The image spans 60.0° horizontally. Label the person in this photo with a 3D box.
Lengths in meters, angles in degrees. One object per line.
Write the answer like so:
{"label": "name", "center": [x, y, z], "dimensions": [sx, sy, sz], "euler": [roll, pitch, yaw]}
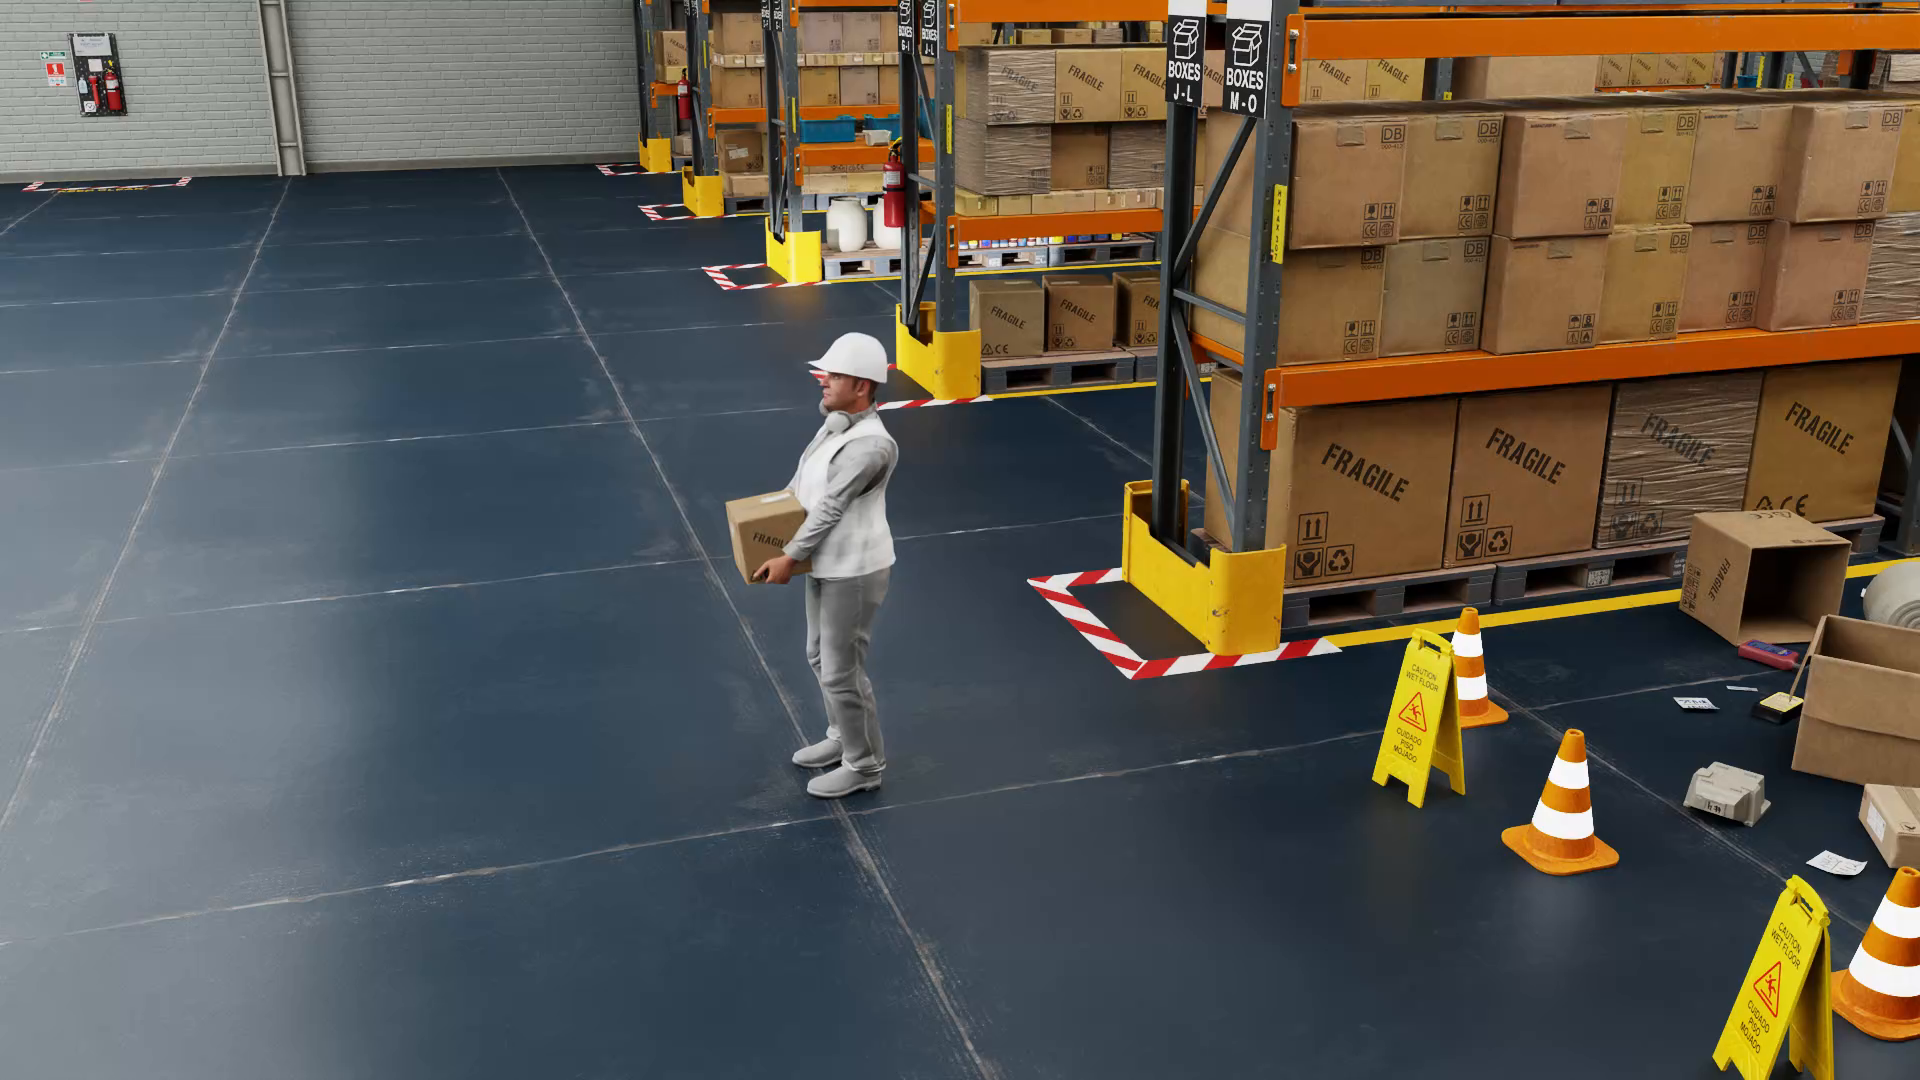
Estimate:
{"label": "person", "center": [-0.522, 0.104, 6.237], "dimensions": [0.548, 1.764, 0.494], "euler": [-6, 20, -16]}
